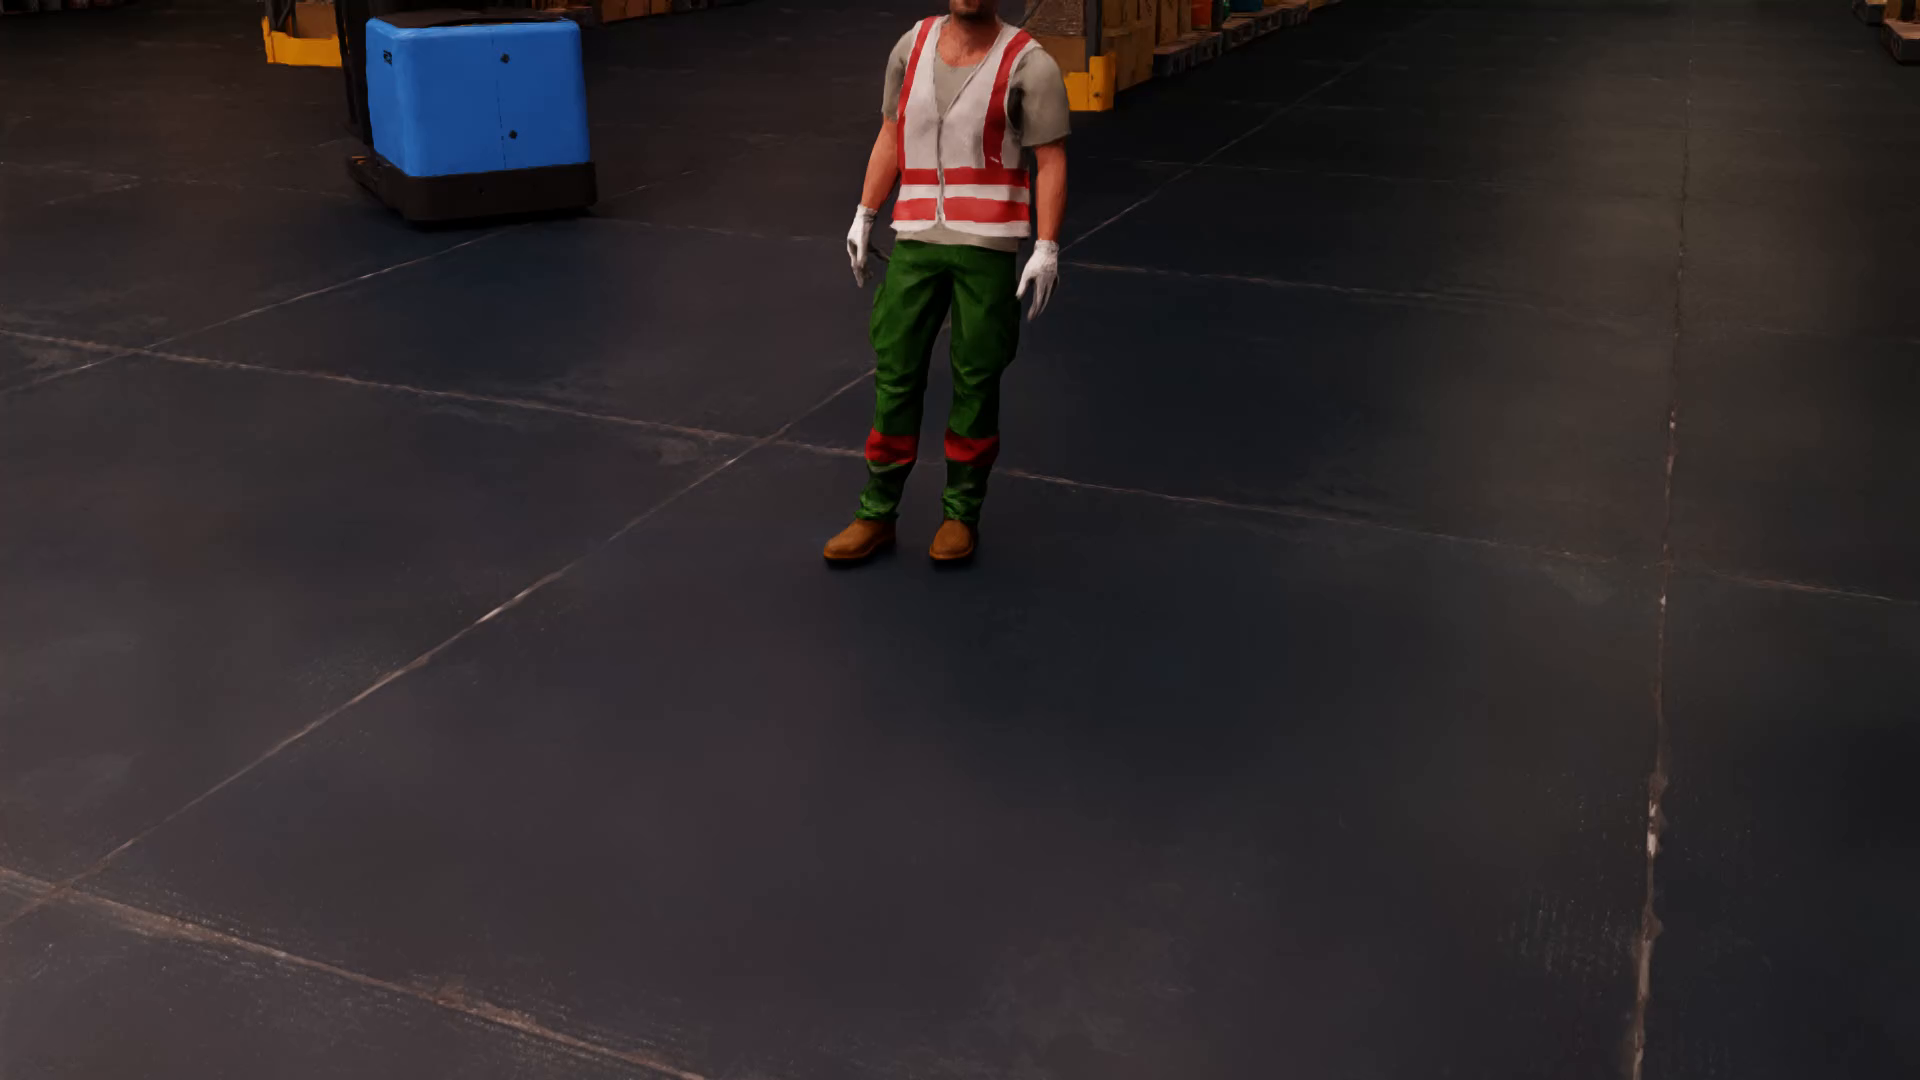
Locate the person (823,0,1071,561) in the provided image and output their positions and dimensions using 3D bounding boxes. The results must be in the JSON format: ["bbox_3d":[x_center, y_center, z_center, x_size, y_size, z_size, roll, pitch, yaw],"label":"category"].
[{"bbox_3d":[-0.041,-0.805,4.681,0.637,1.787,0.563,9,24,21],"label":"person"}]

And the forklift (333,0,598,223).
[{"bbox_3d":[-3.221,-3.620,9.952,1.130,2.935,3.031,-12,25,-26],"label":"forklift"}]
